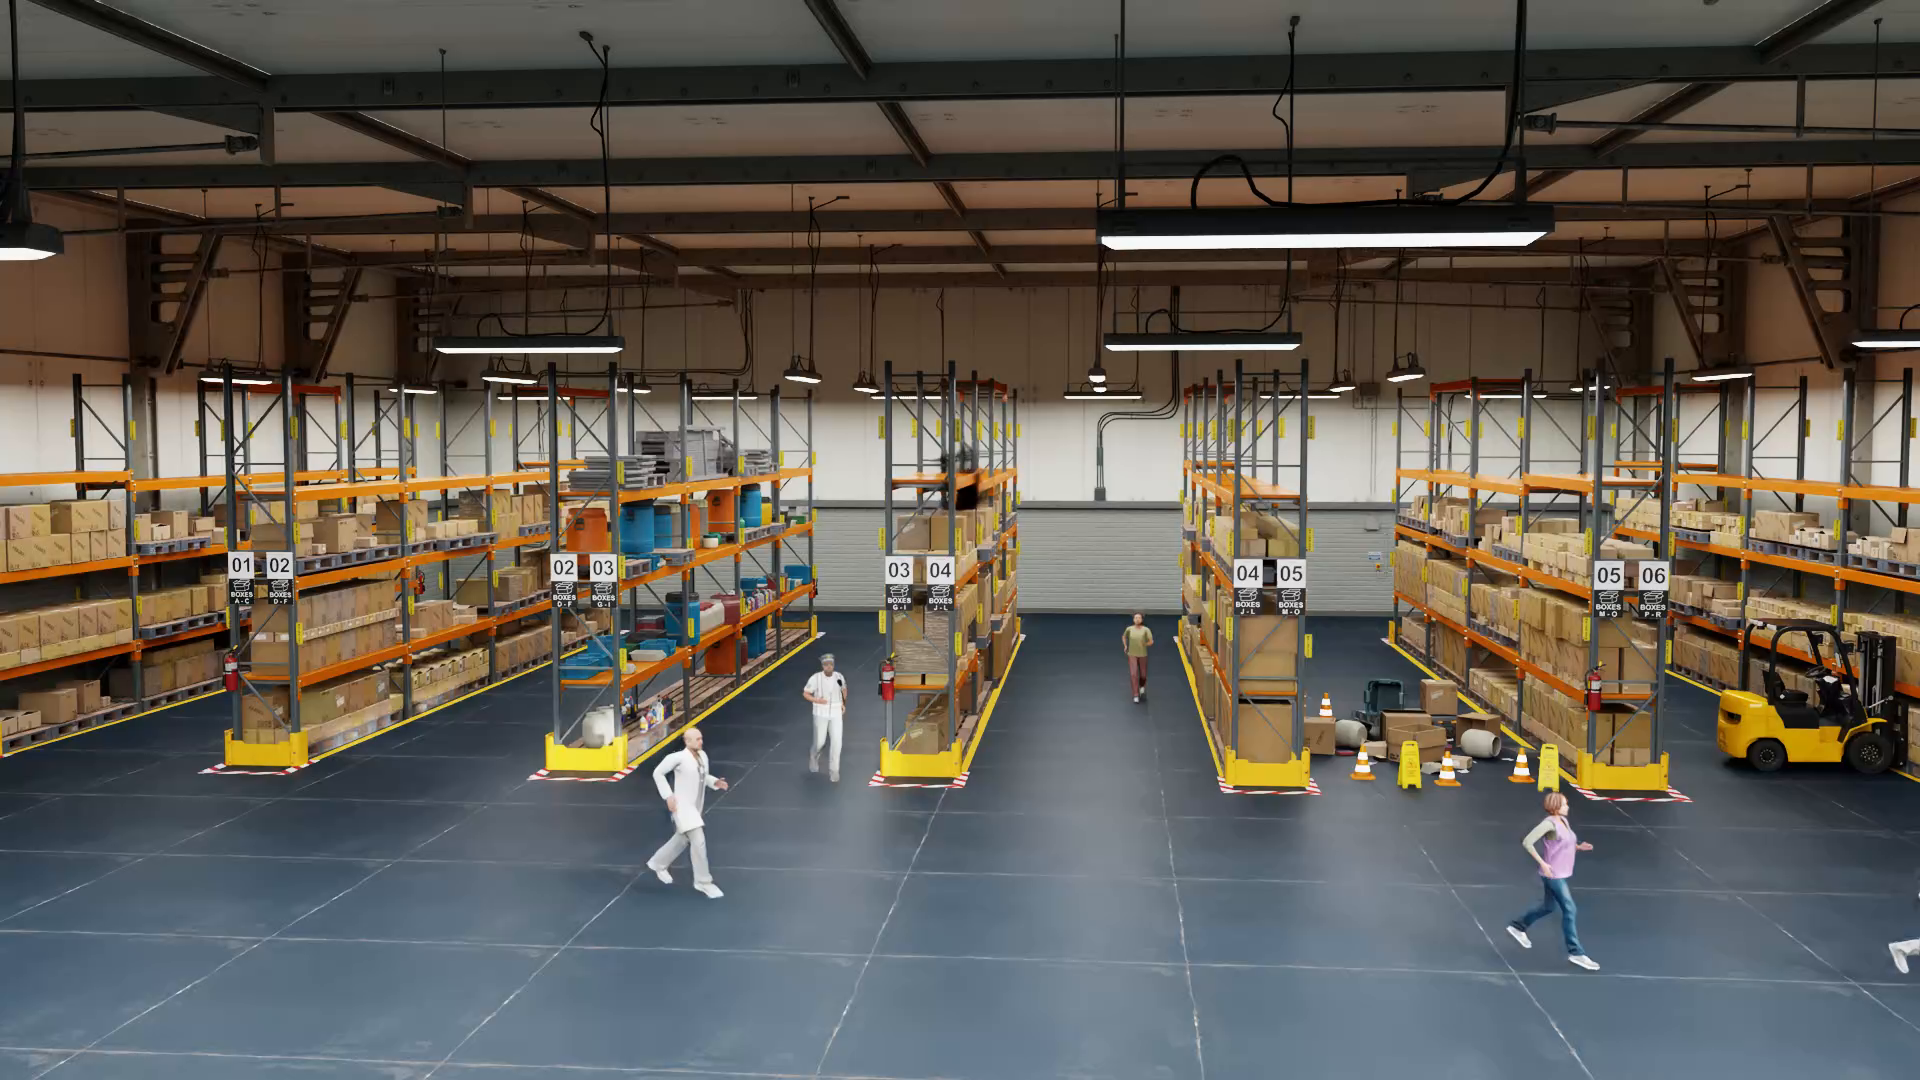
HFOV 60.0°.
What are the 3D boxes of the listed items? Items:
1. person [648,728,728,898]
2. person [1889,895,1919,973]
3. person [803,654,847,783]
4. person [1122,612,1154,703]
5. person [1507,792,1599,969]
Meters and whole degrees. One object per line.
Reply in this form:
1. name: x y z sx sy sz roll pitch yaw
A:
1. person: -2.987 2.928 18.035 1.025 1.805 0.649 2 4 22
2. person: 8.691 3.215 14.829 0.534 1.643 0.603 3 5 41
3. person: -1.924 2.535 24.001 0.673 1.806 0.881 -1 4 -16
4. person: 3.288 2.152 30.801 0.590 1.641 0.867 0 4 7
5. person: 5.573 3.154 15.604 0.878 1.596 0.531 3 5 35
